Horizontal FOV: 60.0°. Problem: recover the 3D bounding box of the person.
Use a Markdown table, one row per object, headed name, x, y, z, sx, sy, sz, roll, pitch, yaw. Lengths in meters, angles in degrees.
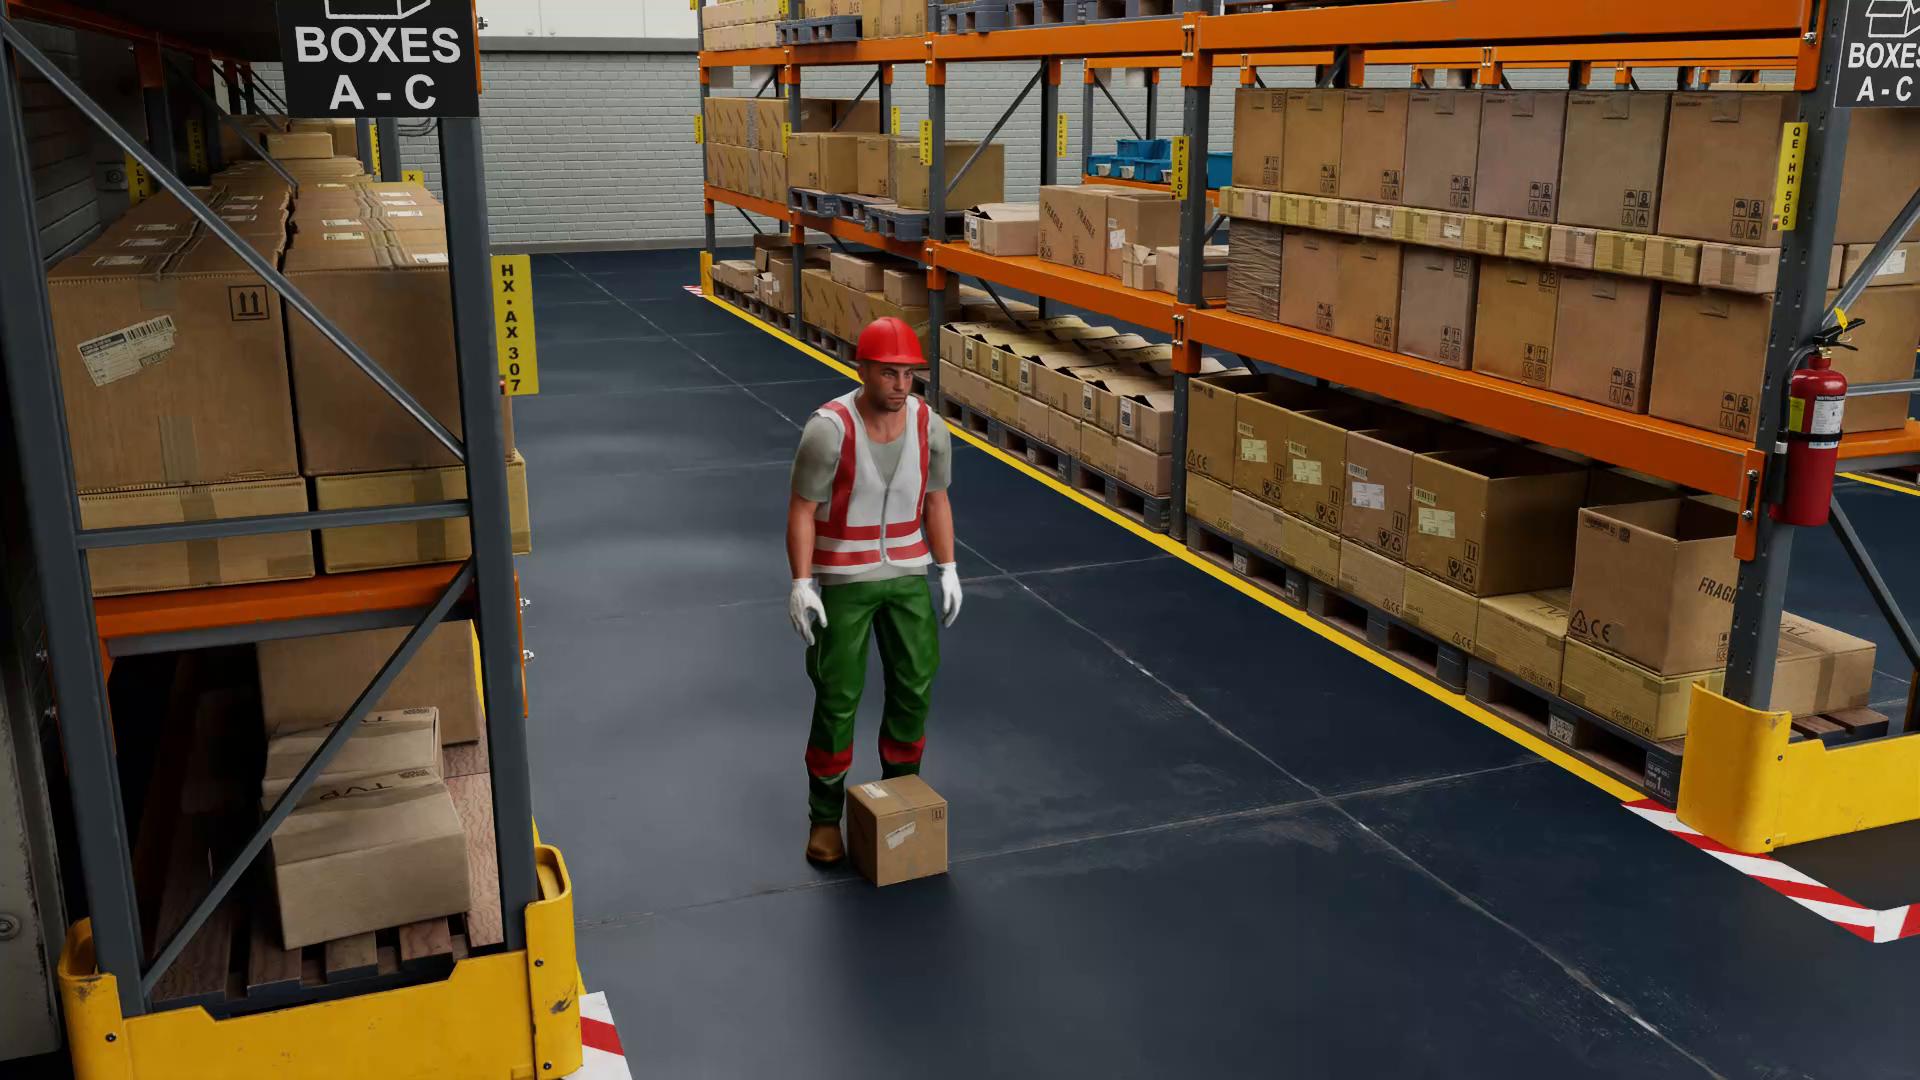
| name | x | y | z | sx | sy | sz | roll | pitch | yaw |
| --- | --- | --- | --- | --- | --- | --- | --- | --- | --- |
| person | -0.273 | 0.153 | 5.443 | 0.613 | 1.778 | 0.452 | -7 | 17 | -23 |
